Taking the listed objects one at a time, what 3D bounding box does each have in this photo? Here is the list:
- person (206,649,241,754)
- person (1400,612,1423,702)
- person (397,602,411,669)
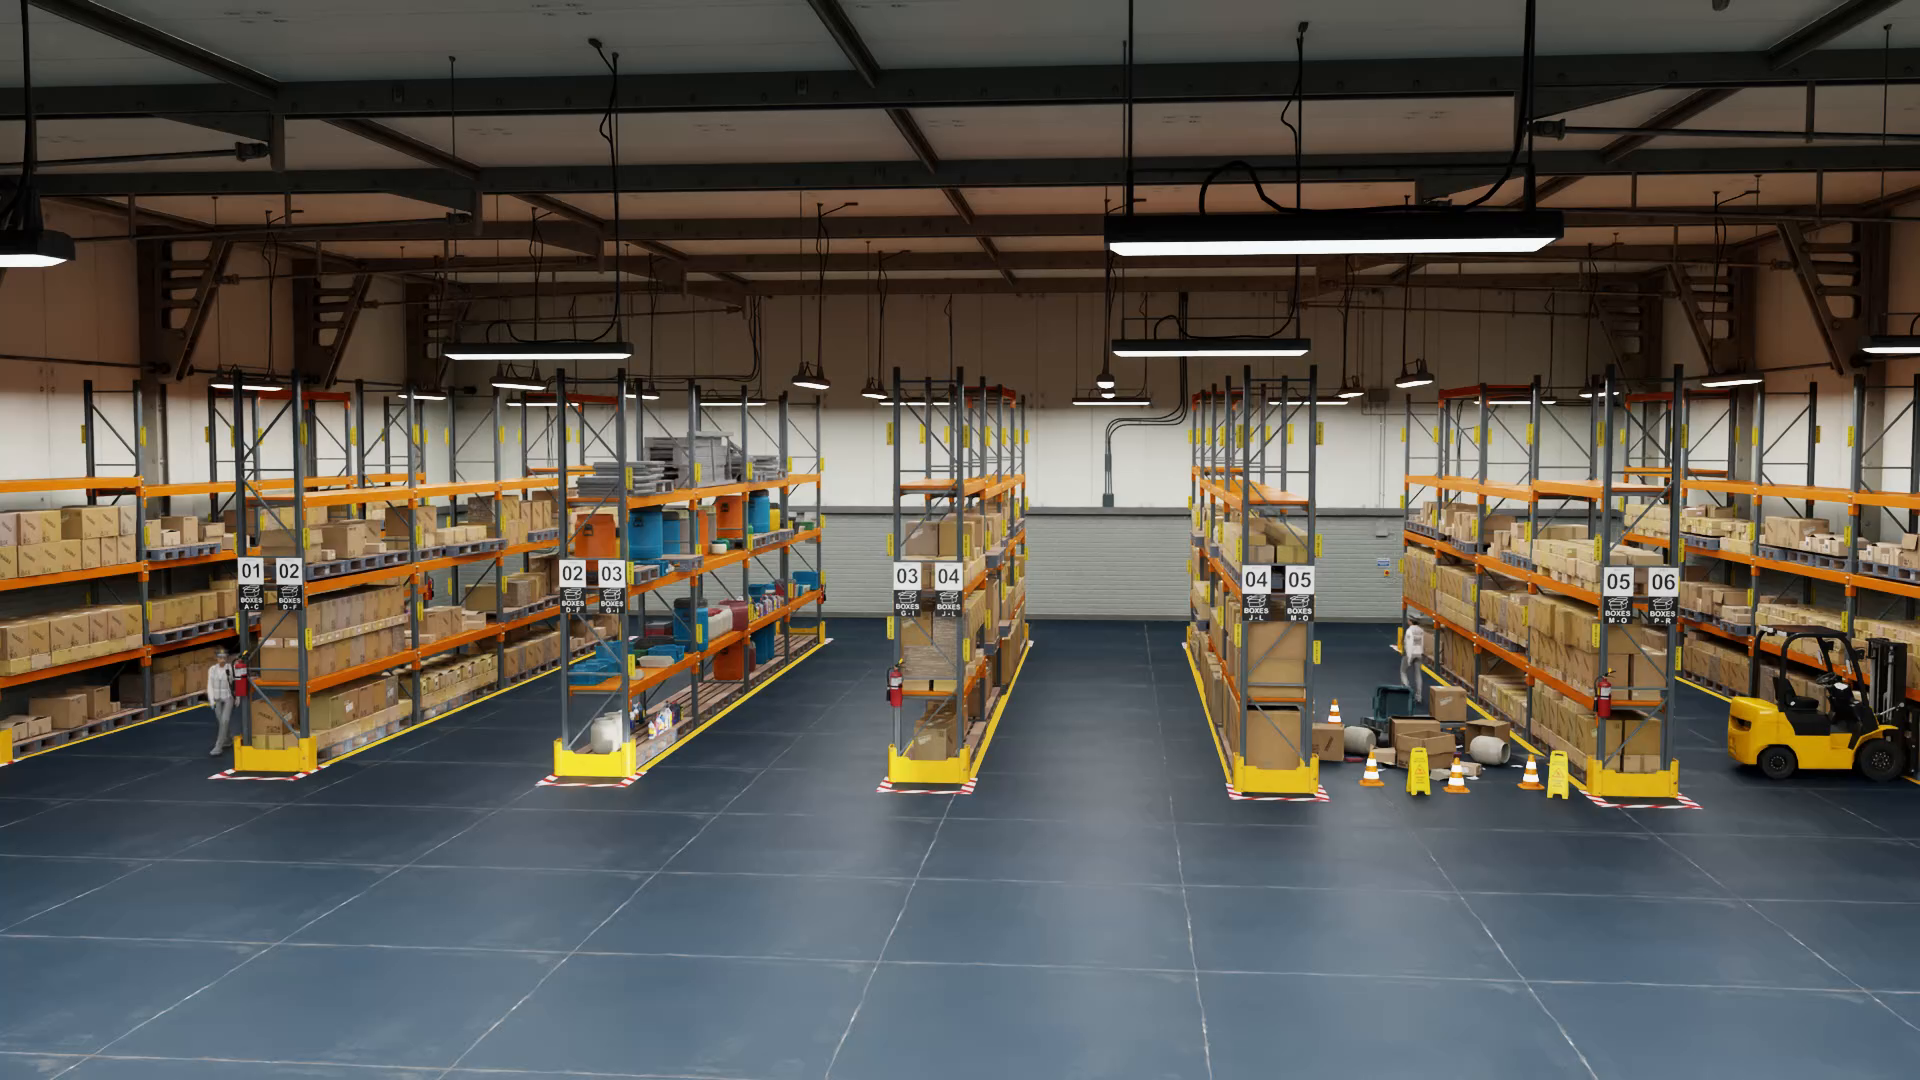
[{"bbox_3d":[-11.739,2.536,26.464,0.467,1.612,0.935,0,4,-5],"label":"person"},{"bbox_3d":[8.582,2.229,31.366,0.475,1.714,0.528,-1,4,-12],"label":"person"},{"bbox_3d":[-11.772,2.015,35.281,0.410,1.562,0.768,0,4,3],"label":"person"}]
